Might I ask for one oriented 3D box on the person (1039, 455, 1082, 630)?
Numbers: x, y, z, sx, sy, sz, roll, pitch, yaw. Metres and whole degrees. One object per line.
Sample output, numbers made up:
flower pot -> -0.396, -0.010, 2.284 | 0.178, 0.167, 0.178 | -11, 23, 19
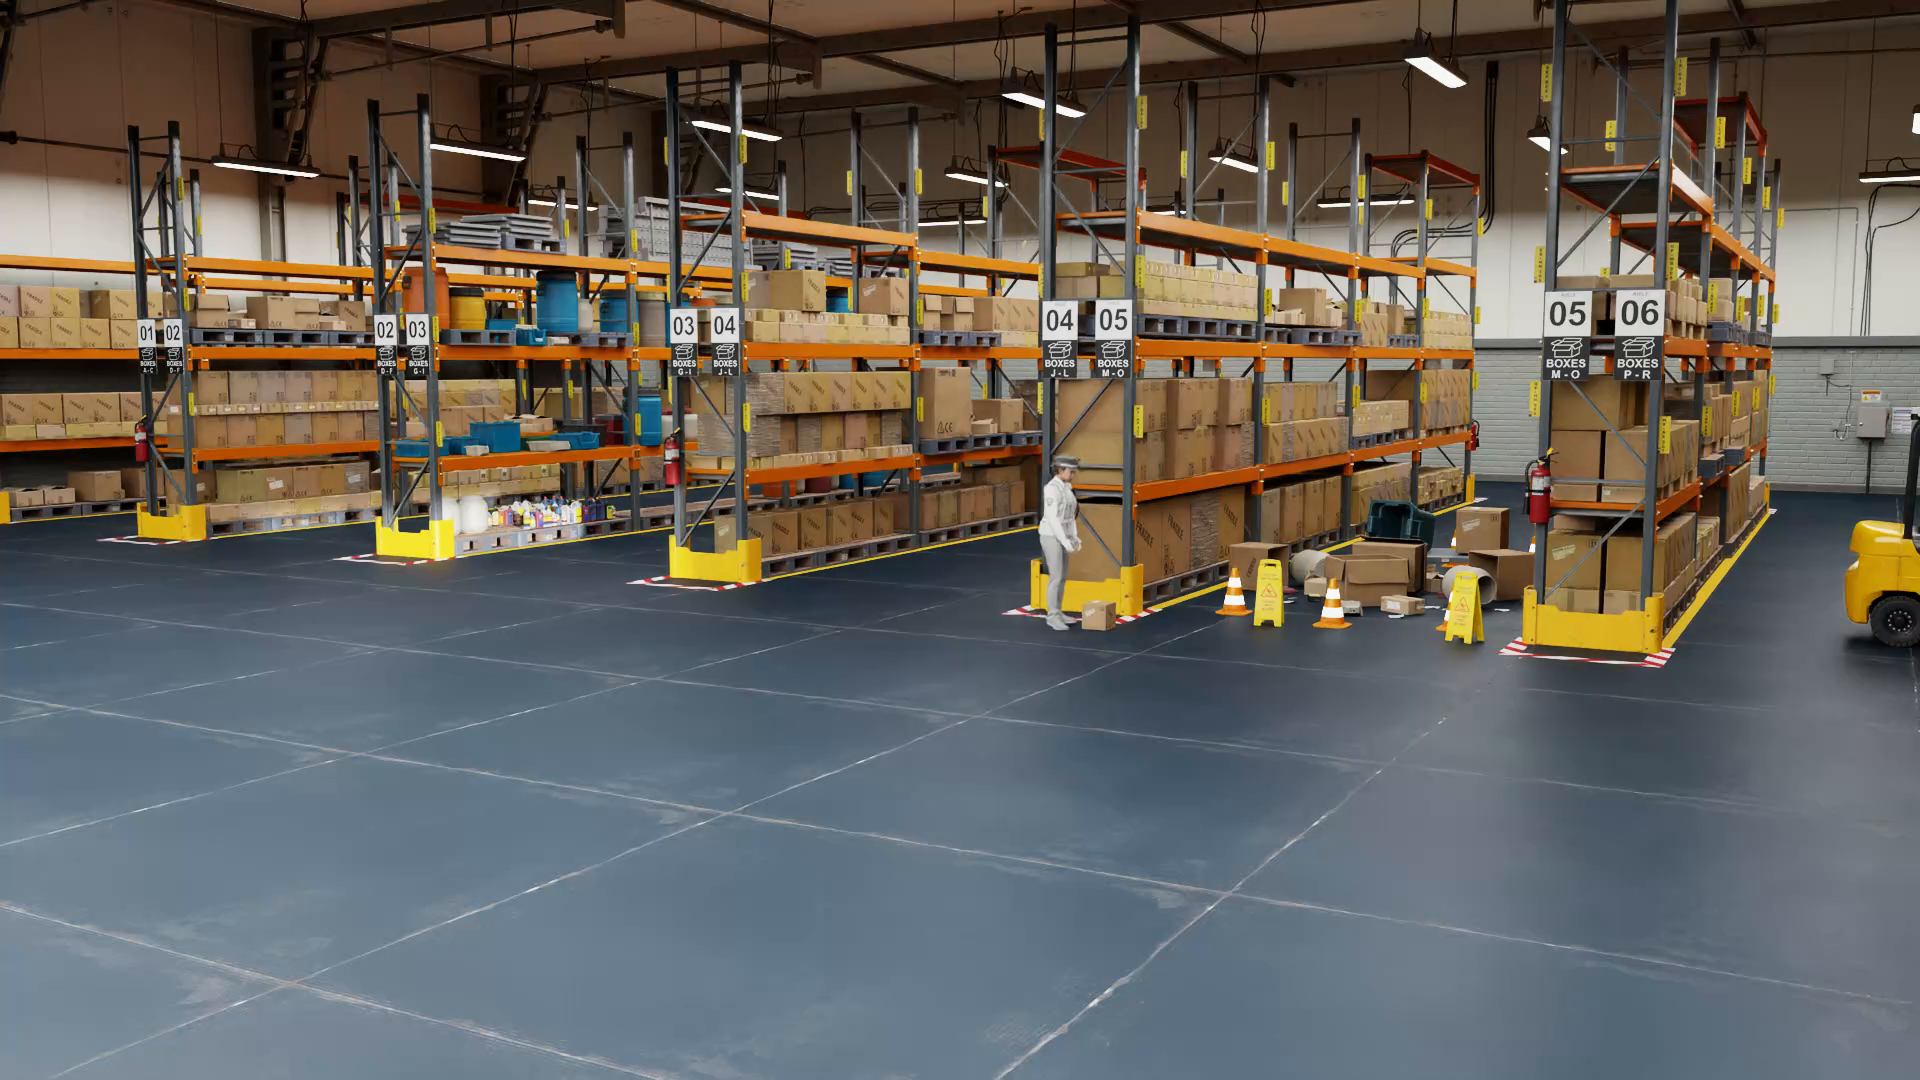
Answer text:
person -> 0.979, 0.017, 16.239 | 0.423, 1.691, 0.523 | 3, 7, 29
